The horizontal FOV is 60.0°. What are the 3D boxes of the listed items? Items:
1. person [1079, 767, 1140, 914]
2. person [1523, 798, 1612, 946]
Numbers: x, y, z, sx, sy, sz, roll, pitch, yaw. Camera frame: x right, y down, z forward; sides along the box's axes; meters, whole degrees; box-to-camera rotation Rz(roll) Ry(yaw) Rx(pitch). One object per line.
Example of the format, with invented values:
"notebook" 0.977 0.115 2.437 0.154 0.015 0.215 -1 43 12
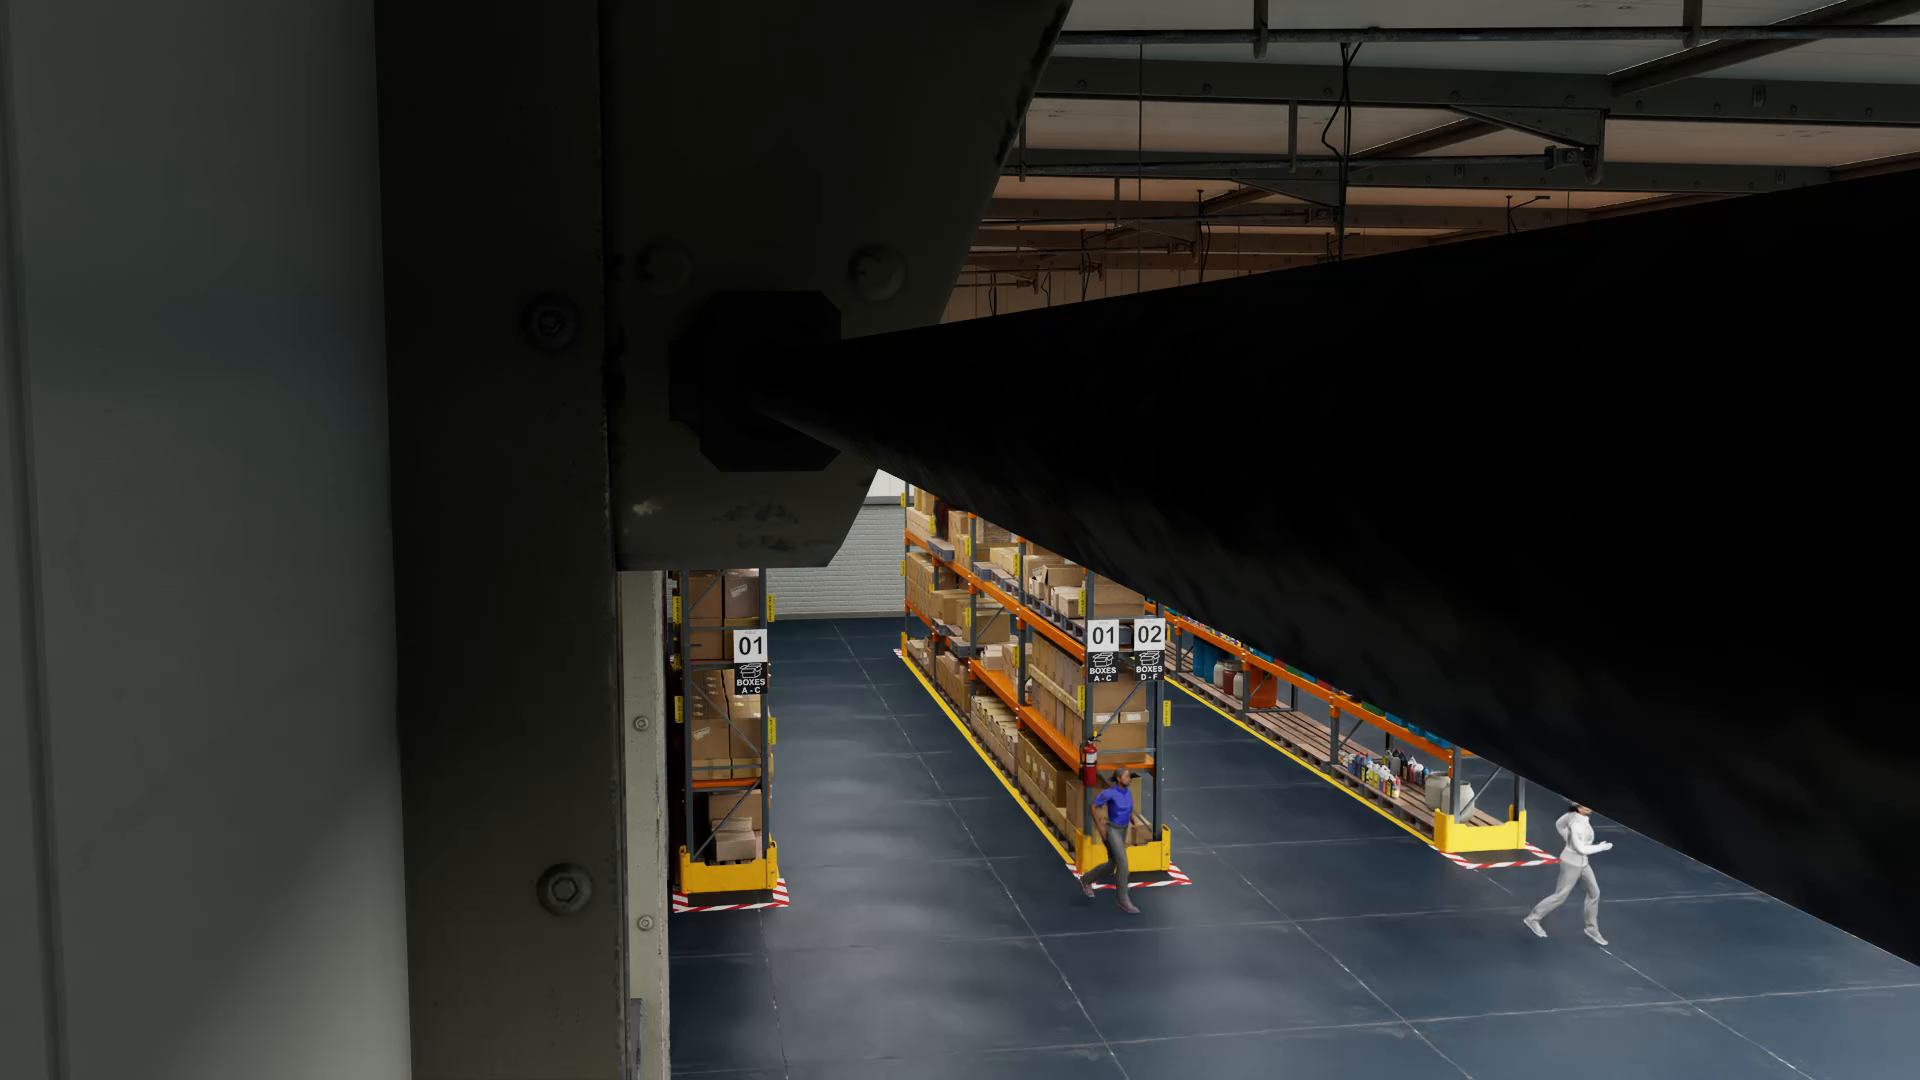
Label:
"person" 1.831 3.488 19.636 0.883 1.630 0.625 5 7 37
"person" 6.708 3.593 18.330 0.883 1.739 0.623 3 6 24
